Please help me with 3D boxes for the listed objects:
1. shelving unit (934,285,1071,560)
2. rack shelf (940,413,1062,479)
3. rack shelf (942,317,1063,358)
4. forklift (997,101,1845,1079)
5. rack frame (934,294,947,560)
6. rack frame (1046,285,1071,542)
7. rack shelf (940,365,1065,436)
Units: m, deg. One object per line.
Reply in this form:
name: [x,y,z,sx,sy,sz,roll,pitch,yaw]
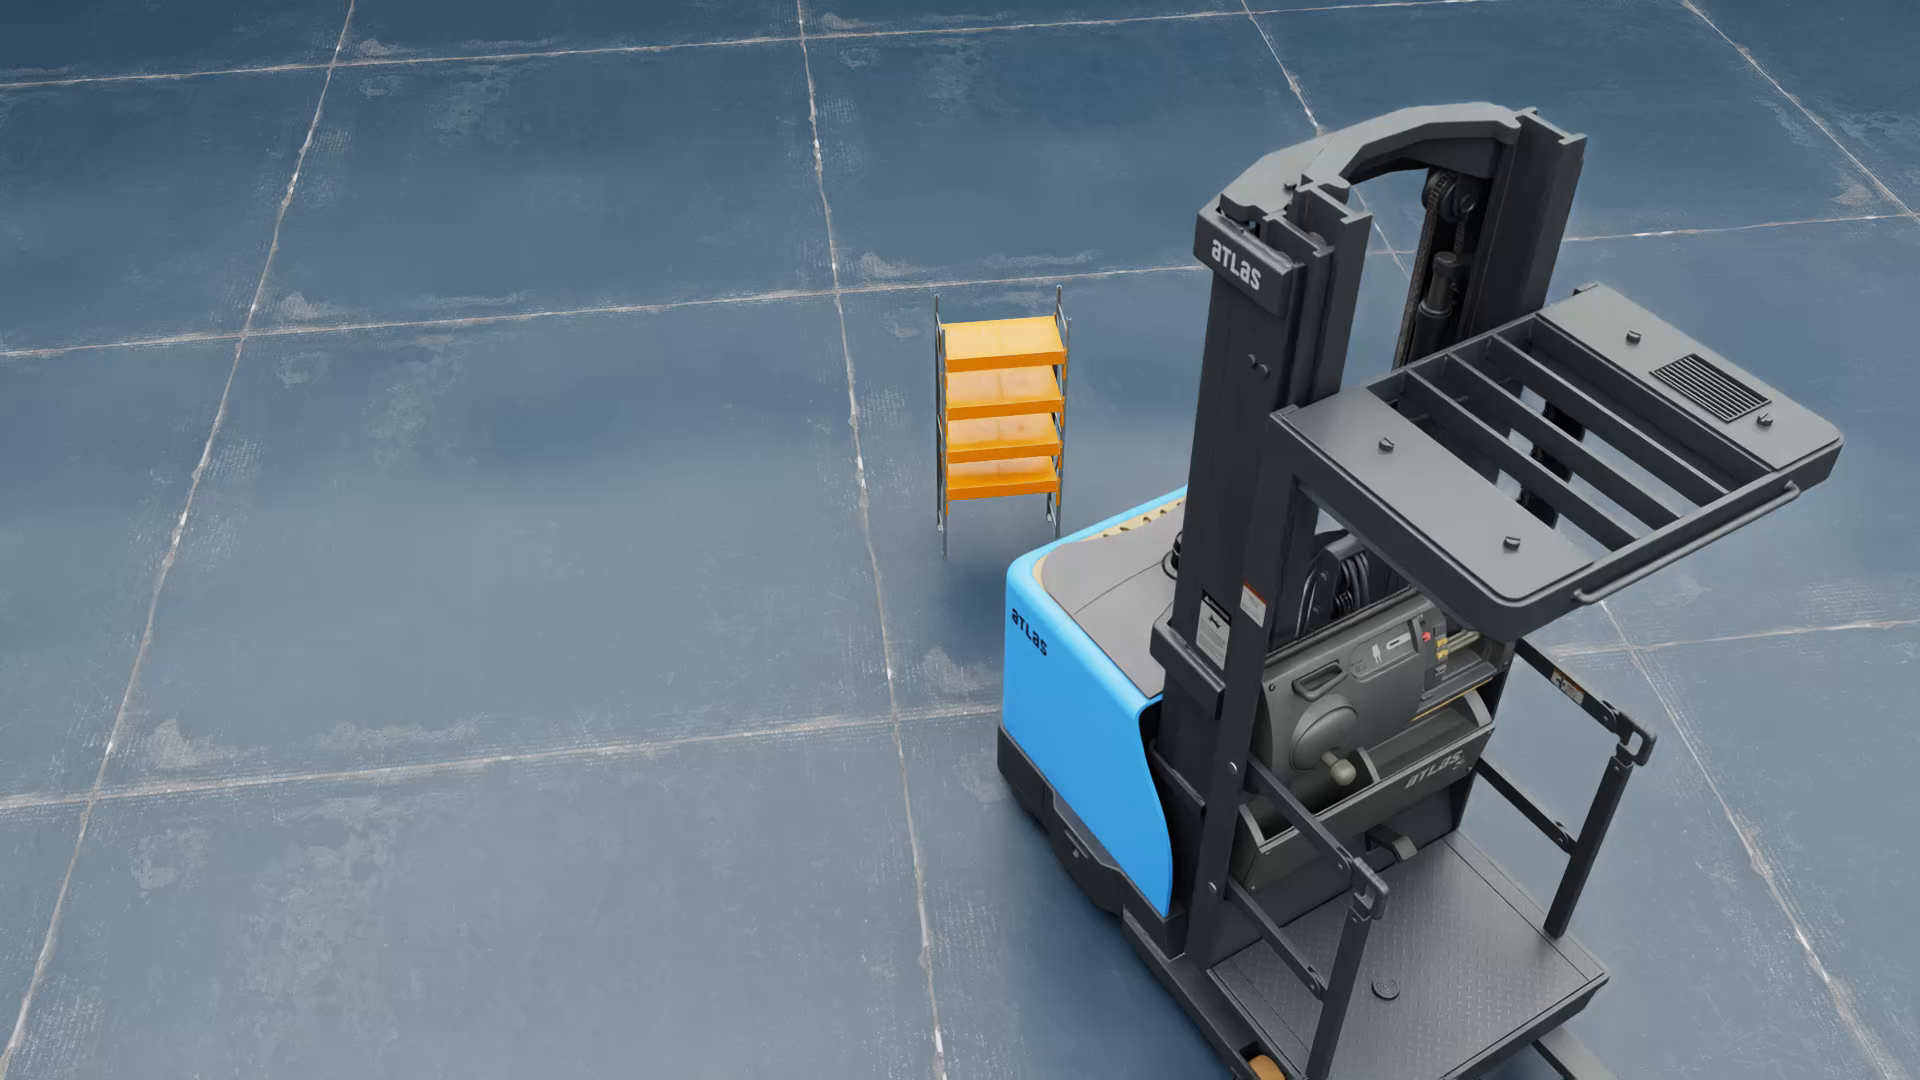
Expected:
shelving unit: [0.164,-0.460,6.864,0.503,1.200,0.258,-5,42,-6]
rack shelf: [0.164,-0.410,6.909,0.480,0.148,0.258,-5,42,-6]
rack shelf: [0.164,-0.781,6.575,0.457,0.050,0.221,-5,42,-6]
forklift: [1.338,0.455,4.558,1.130,2.935,3.031,-22,47,-23]
rack frame: [-0.078,-0.439,6.841,0.015,1.200,0.240,-5,42,-6]
rack frame: [0.406,-0.481,6.888,0.015,1.200,0.240,-5,42,-6]
rack shelf: [0.164,-0.576,6.759,0.480,0.148,0.258,-5,42,-6]
